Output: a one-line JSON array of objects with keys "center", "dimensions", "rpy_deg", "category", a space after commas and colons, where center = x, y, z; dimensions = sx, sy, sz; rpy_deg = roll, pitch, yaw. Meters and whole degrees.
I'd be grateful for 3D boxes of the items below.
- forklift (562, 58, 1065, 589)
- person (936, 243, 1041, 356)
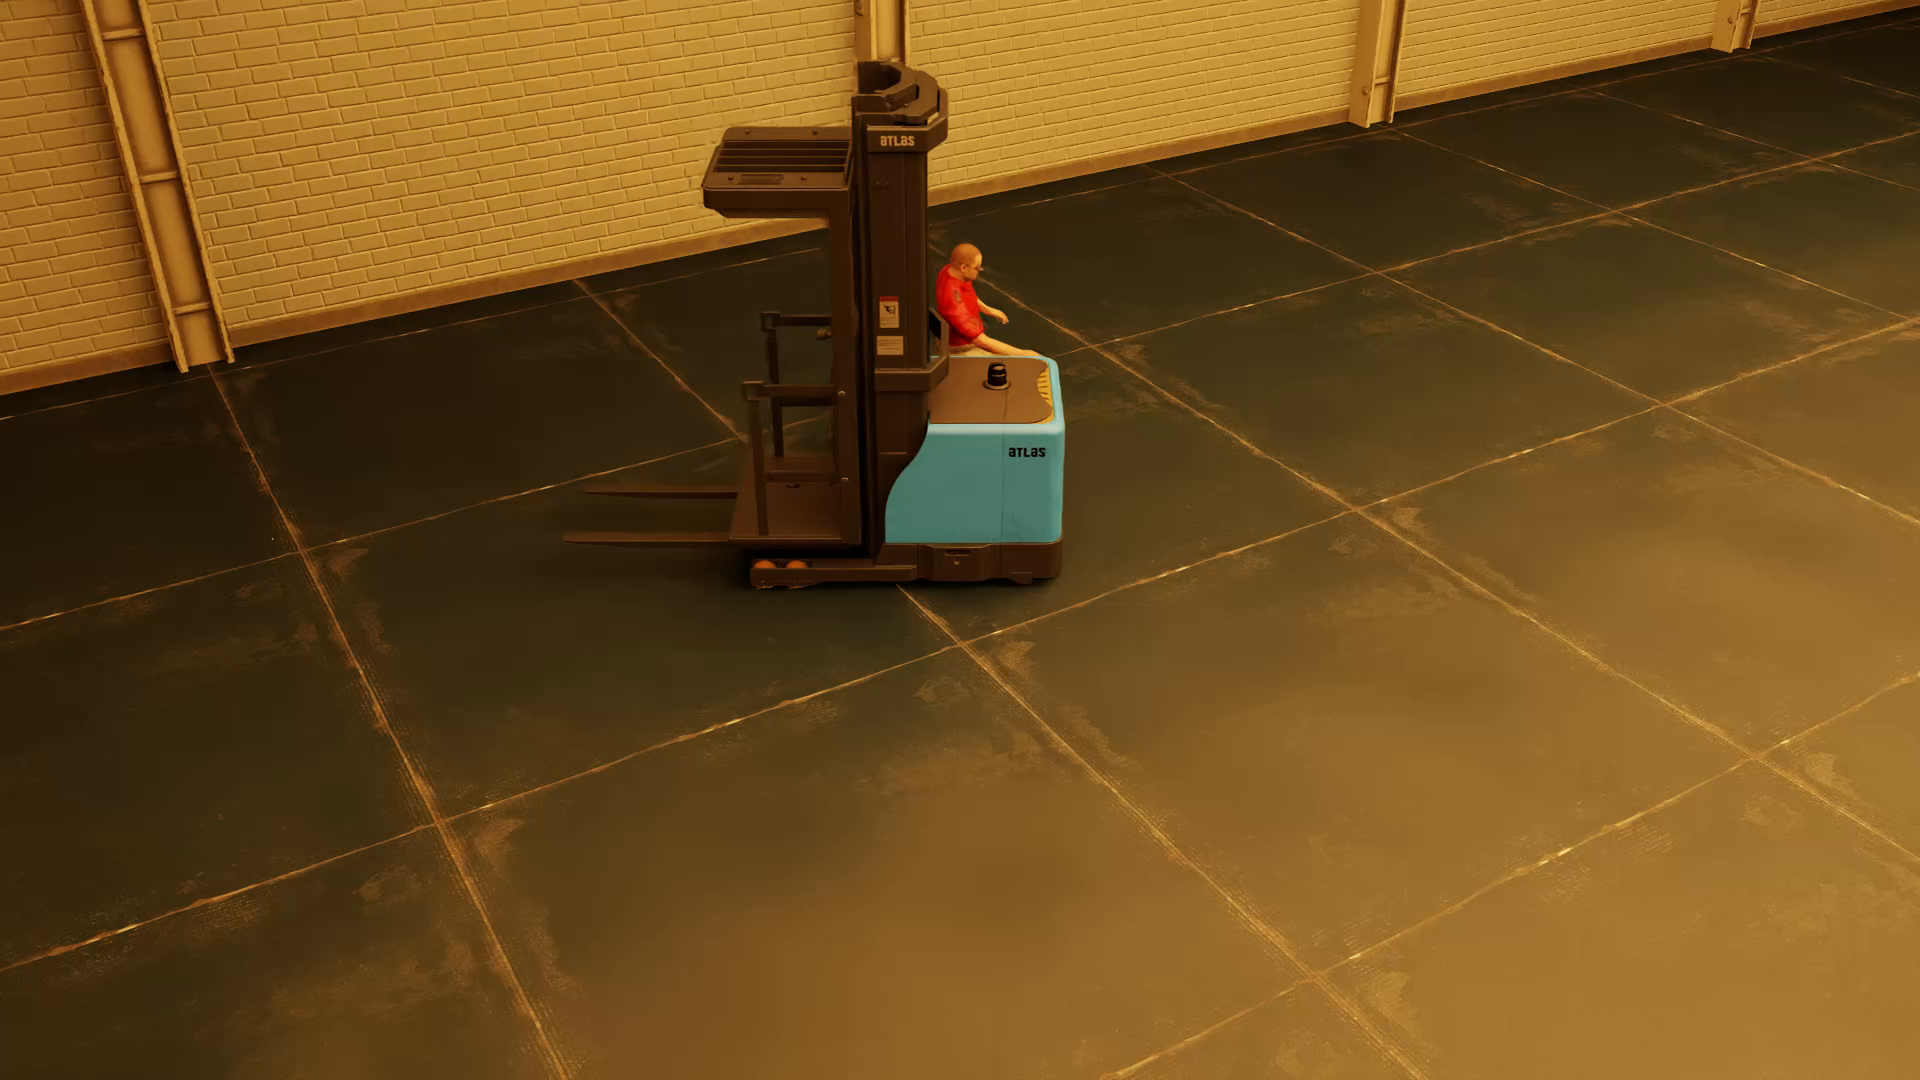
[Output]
[{"center": [-0.896, -1.236, 9.711], "dimensions": [3.031, 2.935, 1.130], "rpy_deg": [0, 31, 0], "category": "forklift"}, {"center": [0.196, -1.271, 11.086], "dimensions": [0.714, 1.535, 0.830], "rpy_deg": [-1, 31, -1], "category": "person"}]
